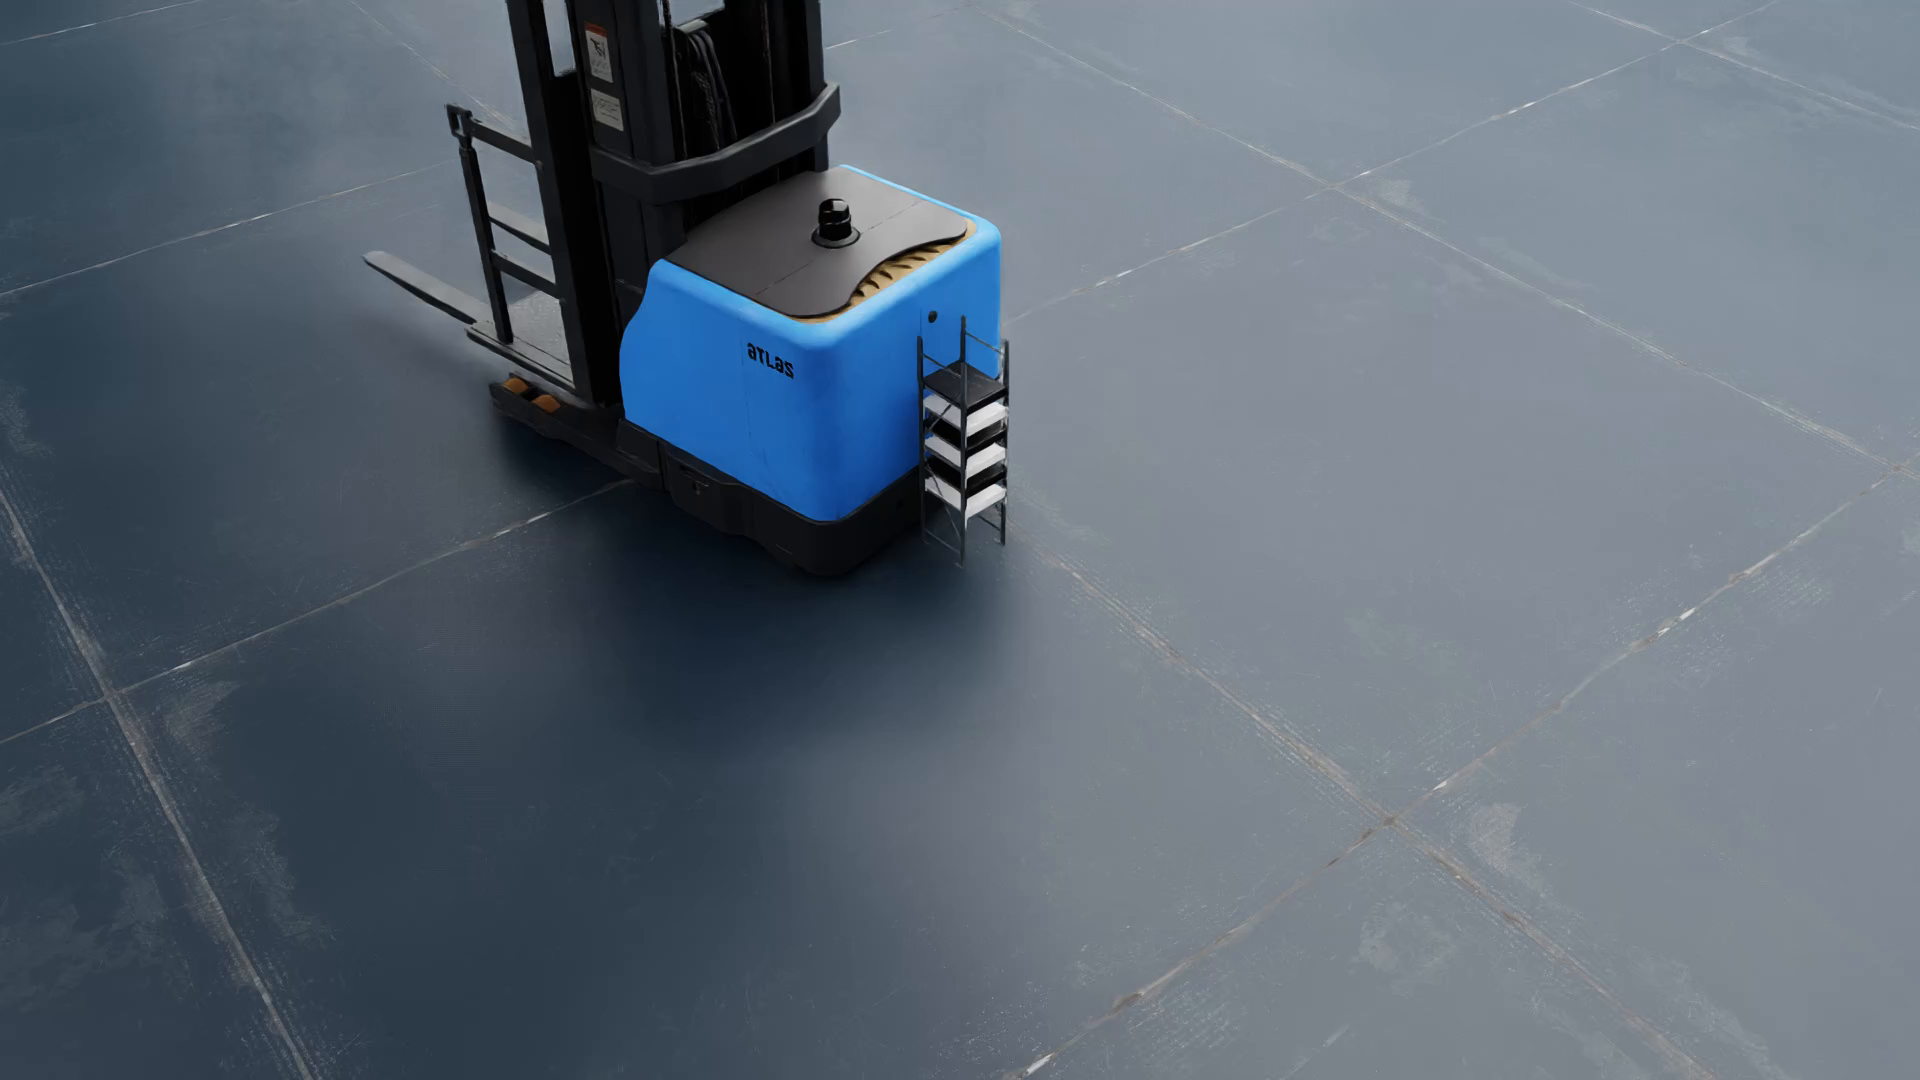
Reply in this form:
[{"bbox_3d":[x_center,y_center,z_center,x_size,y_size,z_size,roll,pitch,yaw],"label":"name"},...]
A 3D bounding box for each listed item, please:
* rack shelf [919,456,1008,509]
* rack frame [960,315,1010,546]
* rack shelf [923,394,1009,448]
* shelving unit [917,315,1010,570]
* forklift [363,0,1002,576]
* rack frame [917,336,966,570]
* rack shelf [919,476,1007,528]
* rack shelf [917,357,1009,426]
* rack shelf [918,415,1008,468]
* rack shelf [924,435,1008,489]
[{"bbox_3d":[0.011,-0.241,6.029,0.200,0.077,0.258,-30,48,-32],"label":"rack shelf"},{"bbox_3d":[0.086,-0.380,6.004,0.006,0.900,0.240,-30,48,-32],"label":"rack frame"},{"bbox_3d":[0.011,-0.450,5.858,0.200,0.077,0.258,-30,48,-32],"label":"rack shelf"},{"bbox_3d":[0.011,-0.337,5.951,0.210,0.900,0.258,-30,48,-32],"label":"shelving unit"},{"bbox_3d":[-1.297,-1.786,6.116,3.031,2.935,1.130,28,47,29],"label":"forklift"},{"bbox_3d":[-0.063,-0.293,5.897,0.006,0.900,0.240,-30,48,-32],"label":"rack frame"},{"bbox_3d":[0.011,-0.172,6.086,0.200,0.077,0.258,-30,48,-32],"label":"rack shelf"},{"bbox_3d":[0.011,-0.520,5.801,0.200,0.077,0.258,-30,48,-32],"label":"rack shelf"},{"bbox_3d":[0.011,-0.380,5.915,0.200,0.077,0.258,-30,48,-32],"label":"rack shelf"},{"bbox_3d":[0.011,-0.311,5.972,0.200,0.077,0.258,-30,48,-32],"label":"rack shelf"}]
